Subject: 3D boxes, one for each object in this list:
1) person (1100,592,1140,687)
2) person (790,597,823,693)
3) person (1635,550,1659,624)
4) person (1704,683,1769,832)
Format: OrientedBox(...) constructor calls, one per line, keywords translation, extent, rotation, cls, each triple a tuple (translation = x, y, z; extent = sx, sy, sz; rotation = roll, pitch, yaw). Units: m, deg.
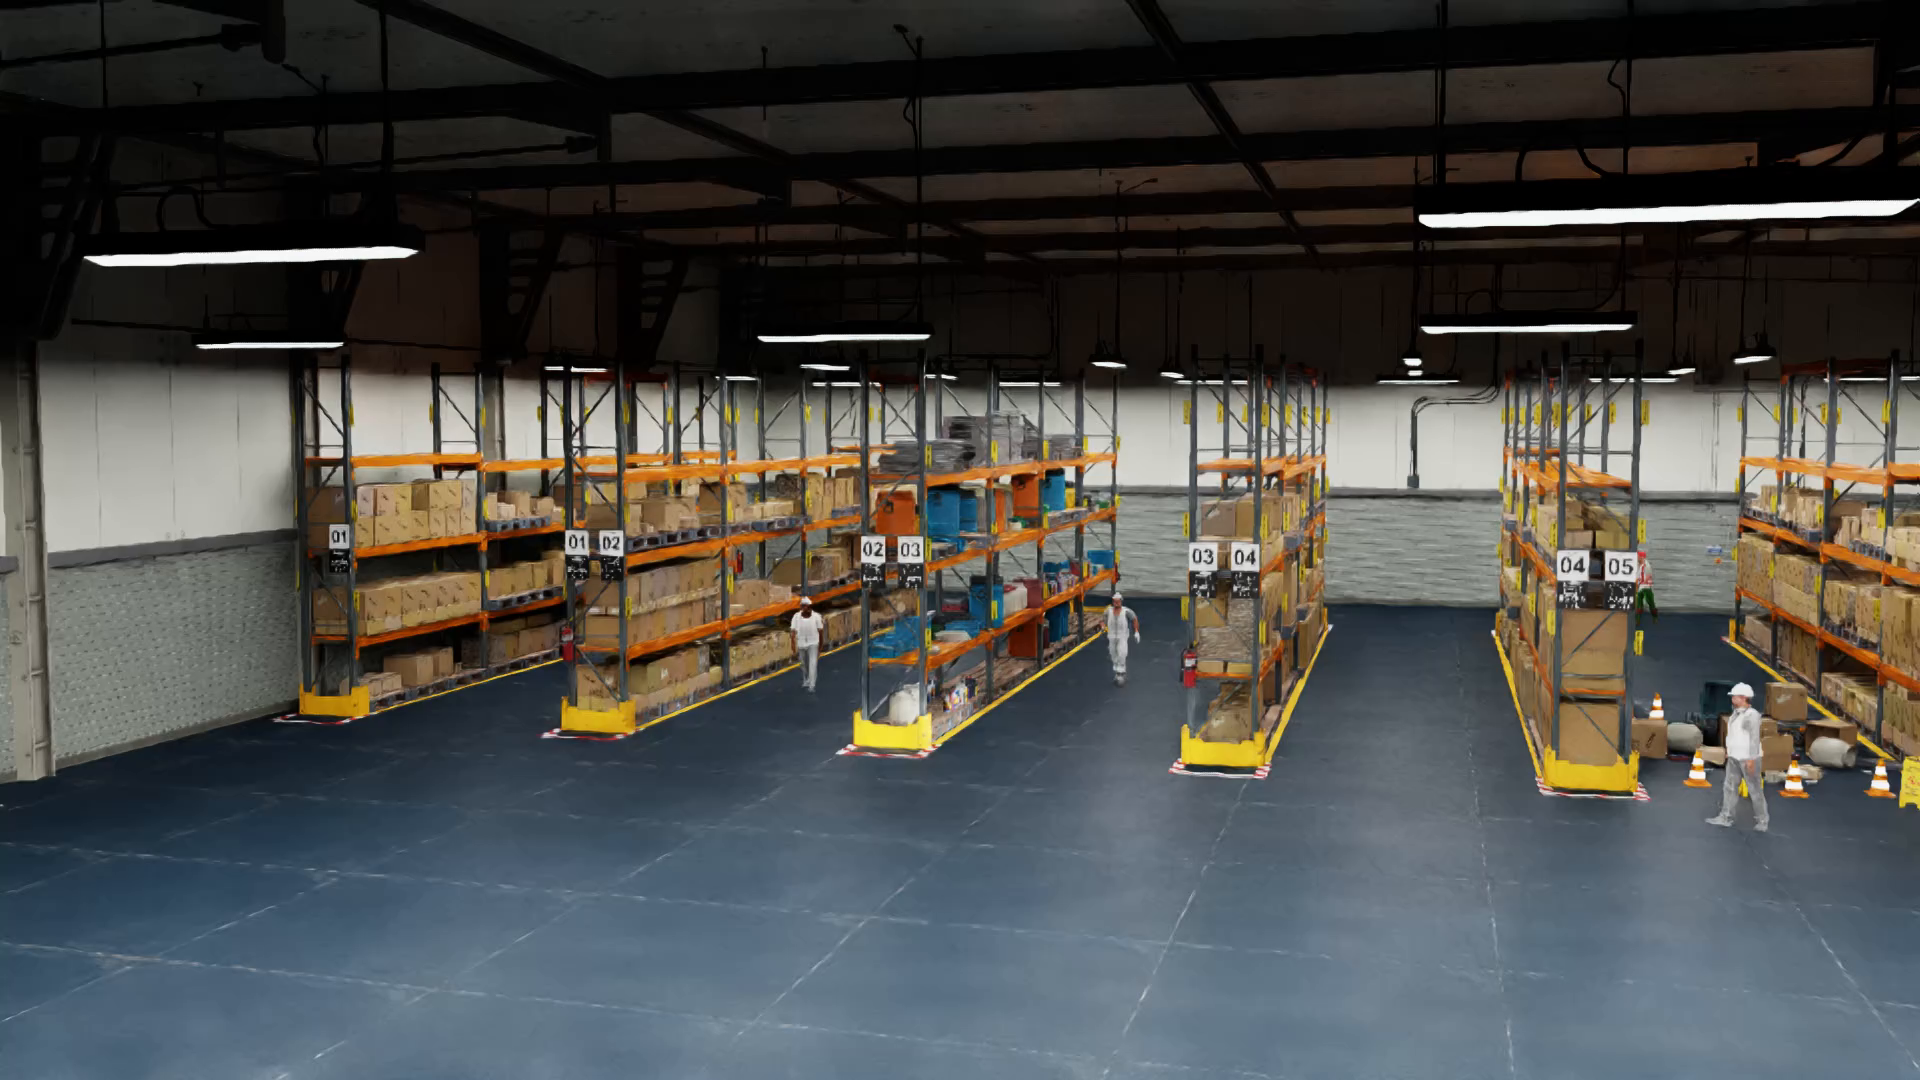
OrientedBox(translation=(2.950, 1.823, 30.889), extent=(0.703, 1.722, 0.834), rotation=(2, 5, 20), cls="person")
OrientedBox(translation=(-2.788, 1.880, 30.166), extent=(0.571, 1.708, 1.035), rotation=(1, 4, 7), cls="person")
OrientedBox(translation=(16.402, 1.132, 39.865), extent=(0.714, 1.785, 0.555), rotation=(-1, 4, -14), cls="person")
OrientedBox(translation=(9.435, 2.613, 20.115), extent=(0.622, 1.773, 0.643), rotation=(0, 4, -3), cls="person")
